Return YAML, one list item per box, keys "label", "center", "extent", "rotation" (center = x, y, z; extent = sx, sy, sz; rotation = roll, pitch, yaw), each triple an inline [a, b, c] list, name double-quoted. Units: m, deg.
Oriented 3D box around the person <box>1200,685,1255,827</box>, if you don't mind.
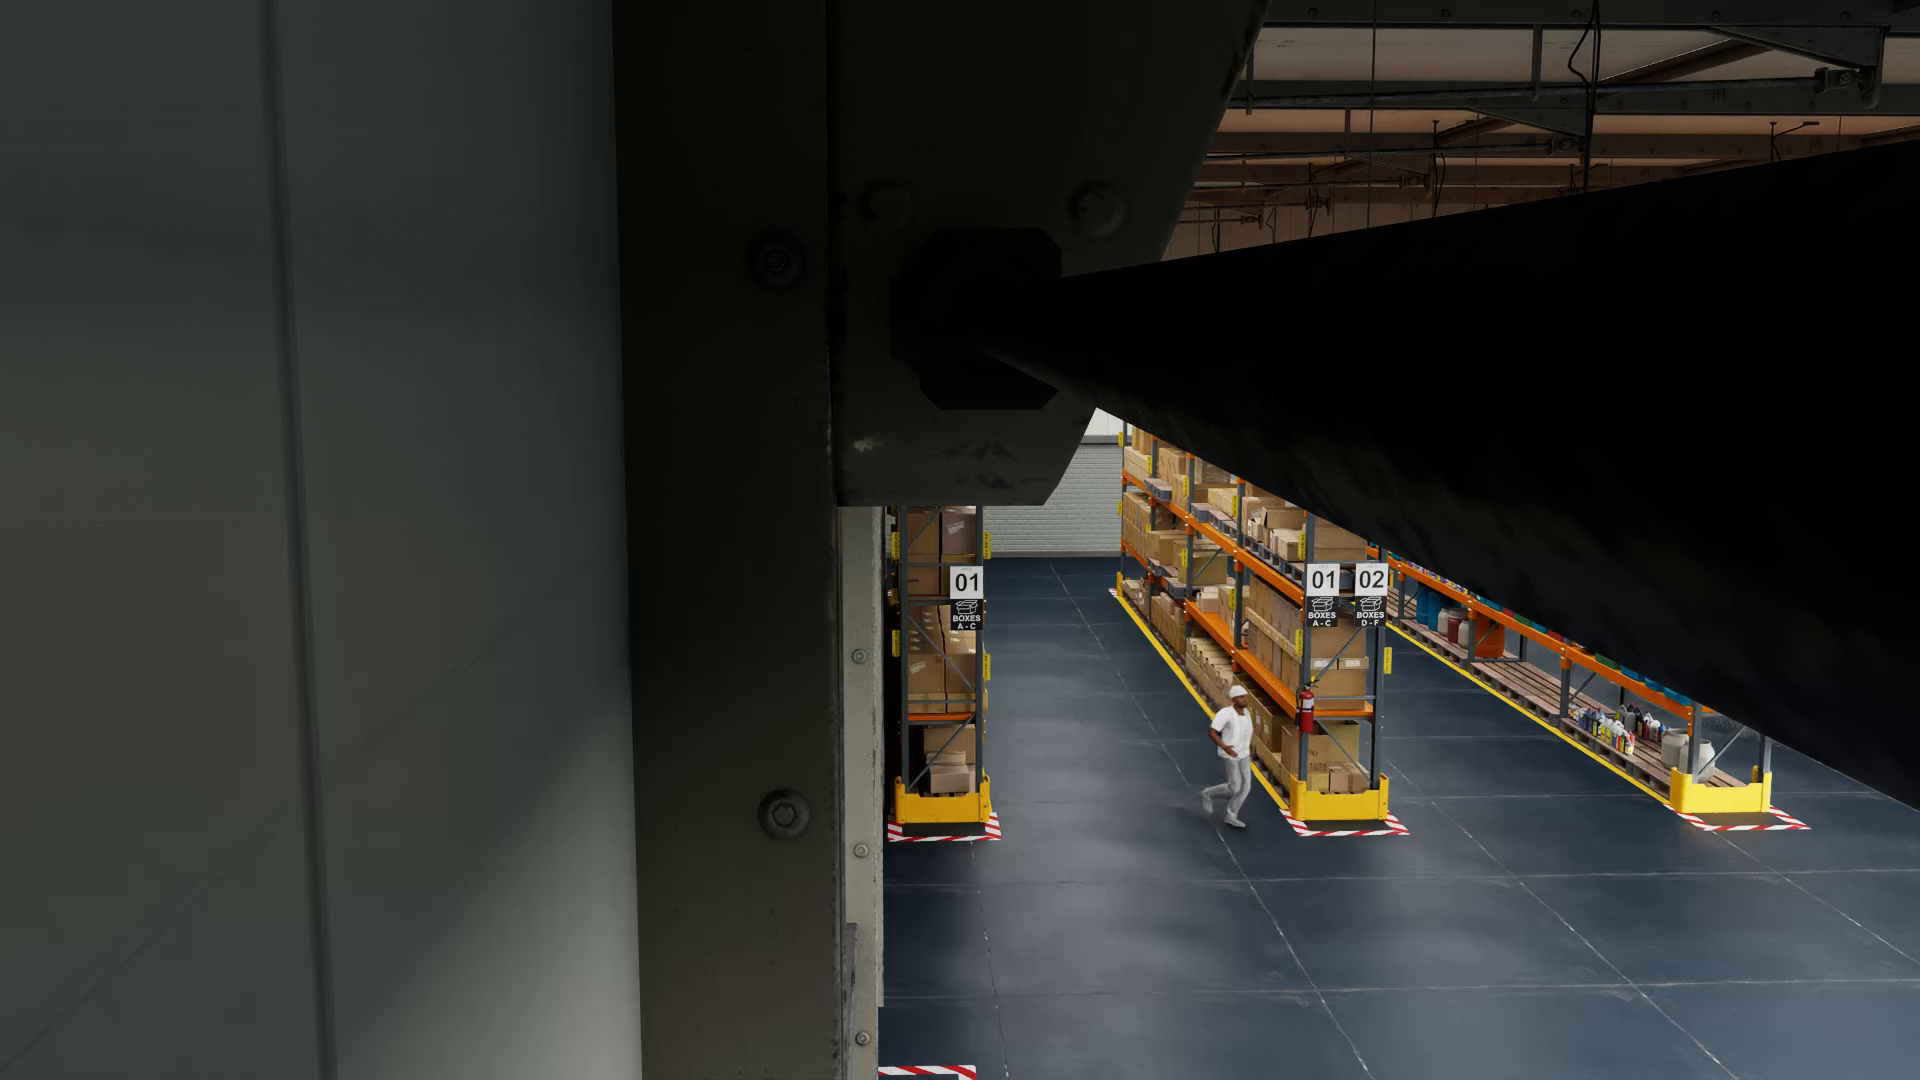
- label: "person"
  center: [3.337, 2.627, 20.450]
  extent: [0.723, 1.725, 0.615]
  rotation: [-7, 11, -40]
